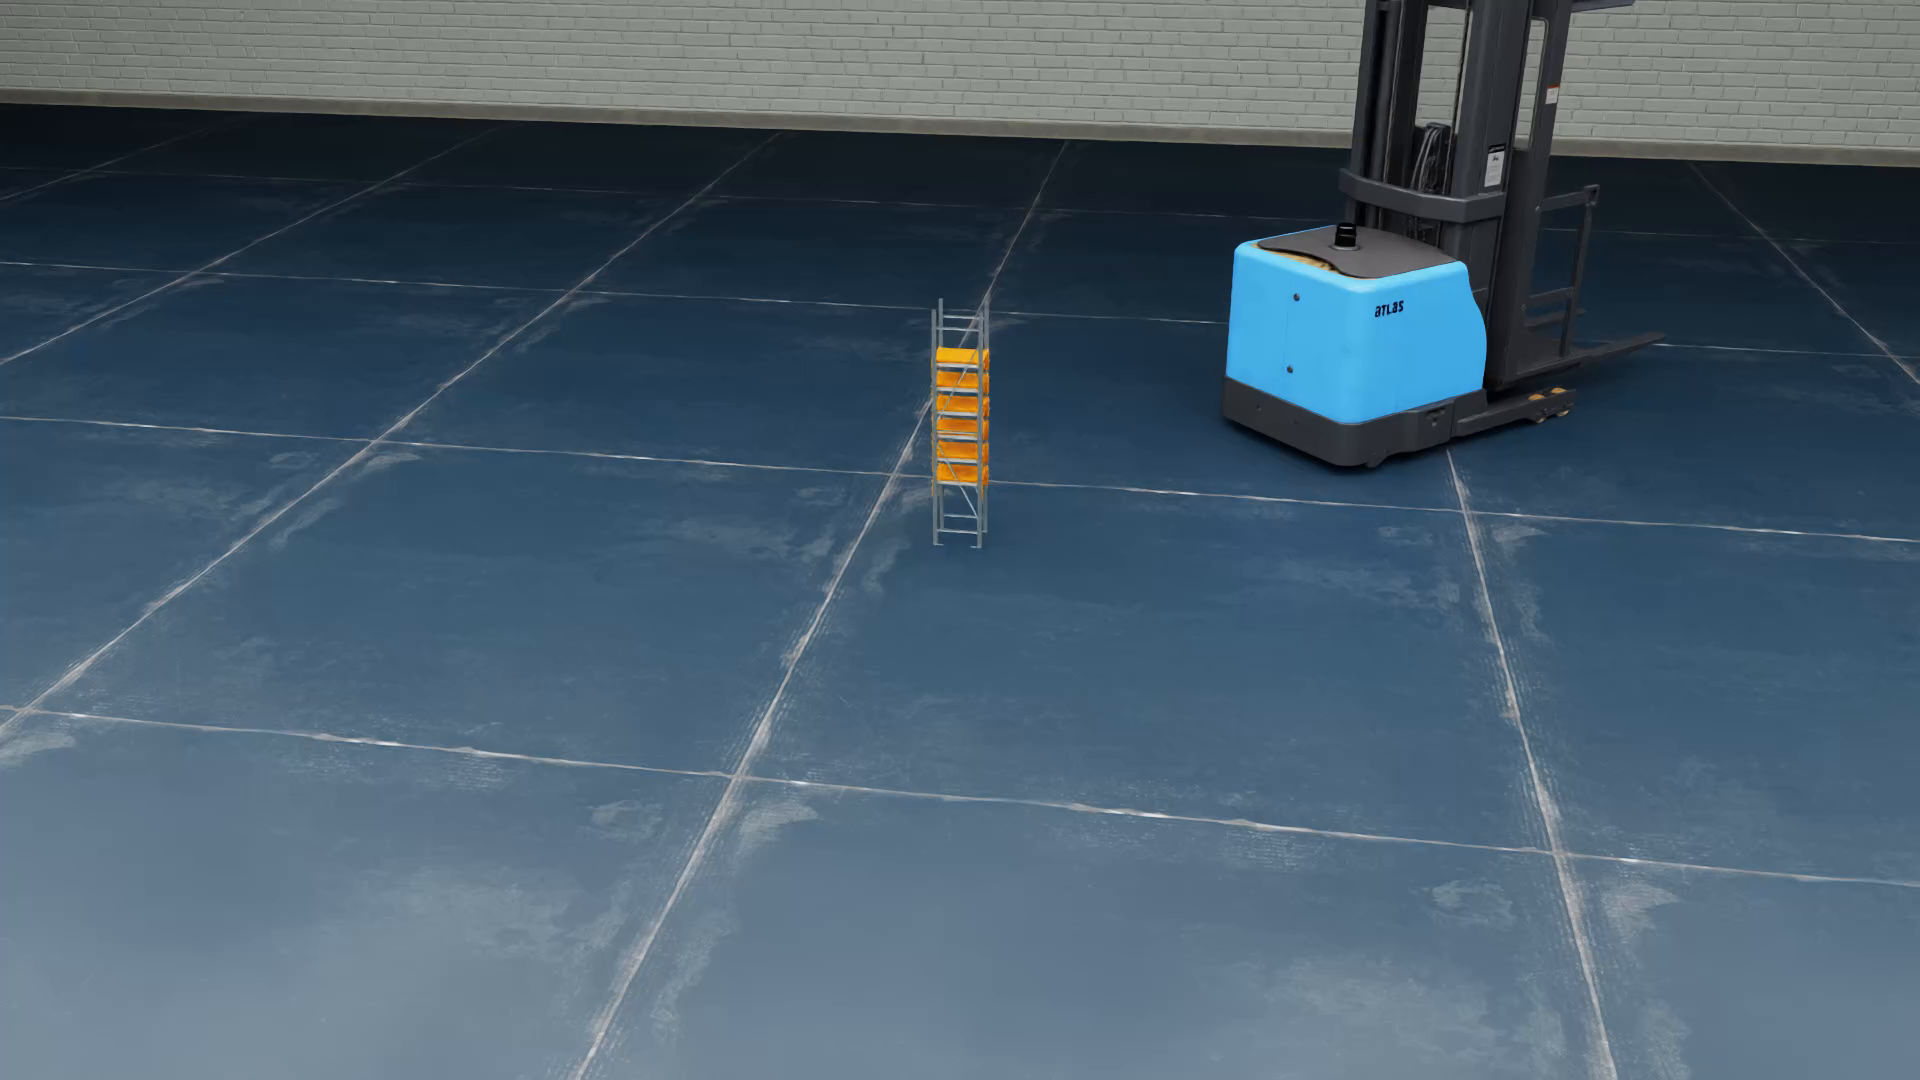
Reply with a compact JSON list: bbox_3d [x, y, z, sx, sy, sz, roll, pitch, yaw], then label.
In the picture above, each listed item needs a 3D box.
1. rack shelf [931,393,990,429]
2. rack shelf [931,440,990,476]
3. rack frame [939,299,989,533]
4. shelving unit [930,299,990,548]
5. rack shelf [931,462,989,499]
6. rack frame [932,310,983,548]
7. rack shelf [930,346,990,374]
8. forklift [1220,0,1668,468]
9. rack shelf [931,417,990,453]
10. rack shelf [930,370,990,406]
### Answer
[{"bbox_3d":[0.002,-0.618,7.977,0.258,0.103,0.180,4,25,9],"label":"rack shelf"},{"bbox_3d":[0.002,-0.401,8.078,0.258,0.103,0.180,4,25,9],"label":"rack shelf"},{"bbox_3d":[0.017,-0.588,8.090,0.240,1.200,0.006,4,25,9],"label":"rack frame"},{"bbox_3d":[0.002,-0.549,8.009,0.258,1.200,0.189,4,25,9],"label":"shelving unit"},{"bbox_3d":[0.002,-0.292,8.129,0.258,0.103,0.180,4,25,9],"label":"rack shelf"},{"bbox_3d":[-0.013,-0.511,7.927,0.240,1.200,0.006,4,25,9],"label":"rack frame"},{"bbox_3d":[0.002,-0.835,7.875,0.258,0.103,0.180,4,25,9],"label":"rack shelf"},{"bbox_3d":[3.021,-2.181,9.452,3.031,2.935,1.130,-16,29,-30],"label":"forklift"},{"bbox_3d":[0.002,-0.509,8.027,0.258,0.103,0.180,4,25,9],"label":"rack shelf"},{"bbox_3d":[0.002,-0.727,7.926,0.258,0.103,0.180,4,25,9],"label":"rack shelf"}]
